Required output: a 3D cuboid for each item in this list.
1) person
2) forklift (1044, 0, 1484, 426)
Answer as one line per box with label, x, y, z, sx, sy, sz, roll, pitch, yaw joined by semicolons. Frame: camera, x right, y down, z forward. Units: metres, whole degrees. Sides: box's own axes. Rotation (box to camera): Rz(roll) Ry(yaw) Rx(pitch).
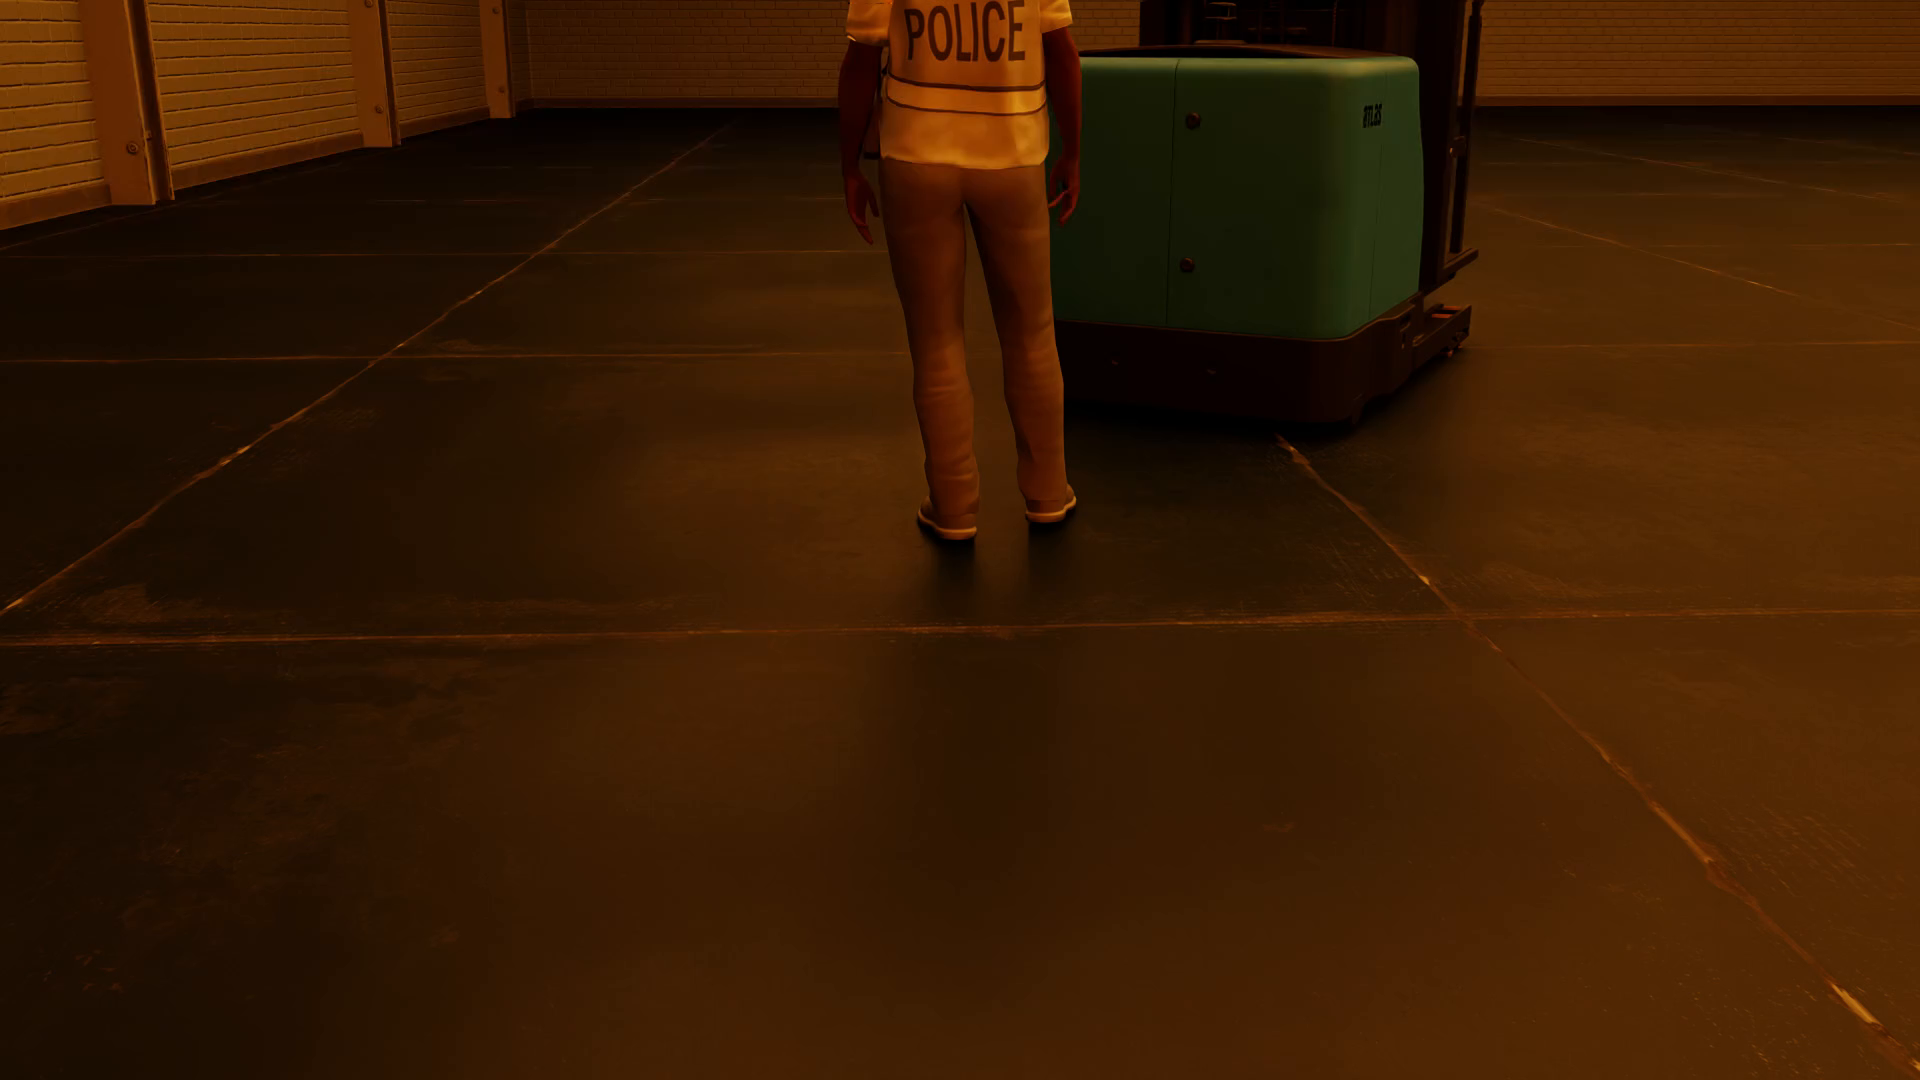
person;0.015;-0.840;3.741;0.570;1.697;0.528;-1;17;-3
forklift;1.281;-2.120;5.839;1.130;2.935;3.031;8;19;25
